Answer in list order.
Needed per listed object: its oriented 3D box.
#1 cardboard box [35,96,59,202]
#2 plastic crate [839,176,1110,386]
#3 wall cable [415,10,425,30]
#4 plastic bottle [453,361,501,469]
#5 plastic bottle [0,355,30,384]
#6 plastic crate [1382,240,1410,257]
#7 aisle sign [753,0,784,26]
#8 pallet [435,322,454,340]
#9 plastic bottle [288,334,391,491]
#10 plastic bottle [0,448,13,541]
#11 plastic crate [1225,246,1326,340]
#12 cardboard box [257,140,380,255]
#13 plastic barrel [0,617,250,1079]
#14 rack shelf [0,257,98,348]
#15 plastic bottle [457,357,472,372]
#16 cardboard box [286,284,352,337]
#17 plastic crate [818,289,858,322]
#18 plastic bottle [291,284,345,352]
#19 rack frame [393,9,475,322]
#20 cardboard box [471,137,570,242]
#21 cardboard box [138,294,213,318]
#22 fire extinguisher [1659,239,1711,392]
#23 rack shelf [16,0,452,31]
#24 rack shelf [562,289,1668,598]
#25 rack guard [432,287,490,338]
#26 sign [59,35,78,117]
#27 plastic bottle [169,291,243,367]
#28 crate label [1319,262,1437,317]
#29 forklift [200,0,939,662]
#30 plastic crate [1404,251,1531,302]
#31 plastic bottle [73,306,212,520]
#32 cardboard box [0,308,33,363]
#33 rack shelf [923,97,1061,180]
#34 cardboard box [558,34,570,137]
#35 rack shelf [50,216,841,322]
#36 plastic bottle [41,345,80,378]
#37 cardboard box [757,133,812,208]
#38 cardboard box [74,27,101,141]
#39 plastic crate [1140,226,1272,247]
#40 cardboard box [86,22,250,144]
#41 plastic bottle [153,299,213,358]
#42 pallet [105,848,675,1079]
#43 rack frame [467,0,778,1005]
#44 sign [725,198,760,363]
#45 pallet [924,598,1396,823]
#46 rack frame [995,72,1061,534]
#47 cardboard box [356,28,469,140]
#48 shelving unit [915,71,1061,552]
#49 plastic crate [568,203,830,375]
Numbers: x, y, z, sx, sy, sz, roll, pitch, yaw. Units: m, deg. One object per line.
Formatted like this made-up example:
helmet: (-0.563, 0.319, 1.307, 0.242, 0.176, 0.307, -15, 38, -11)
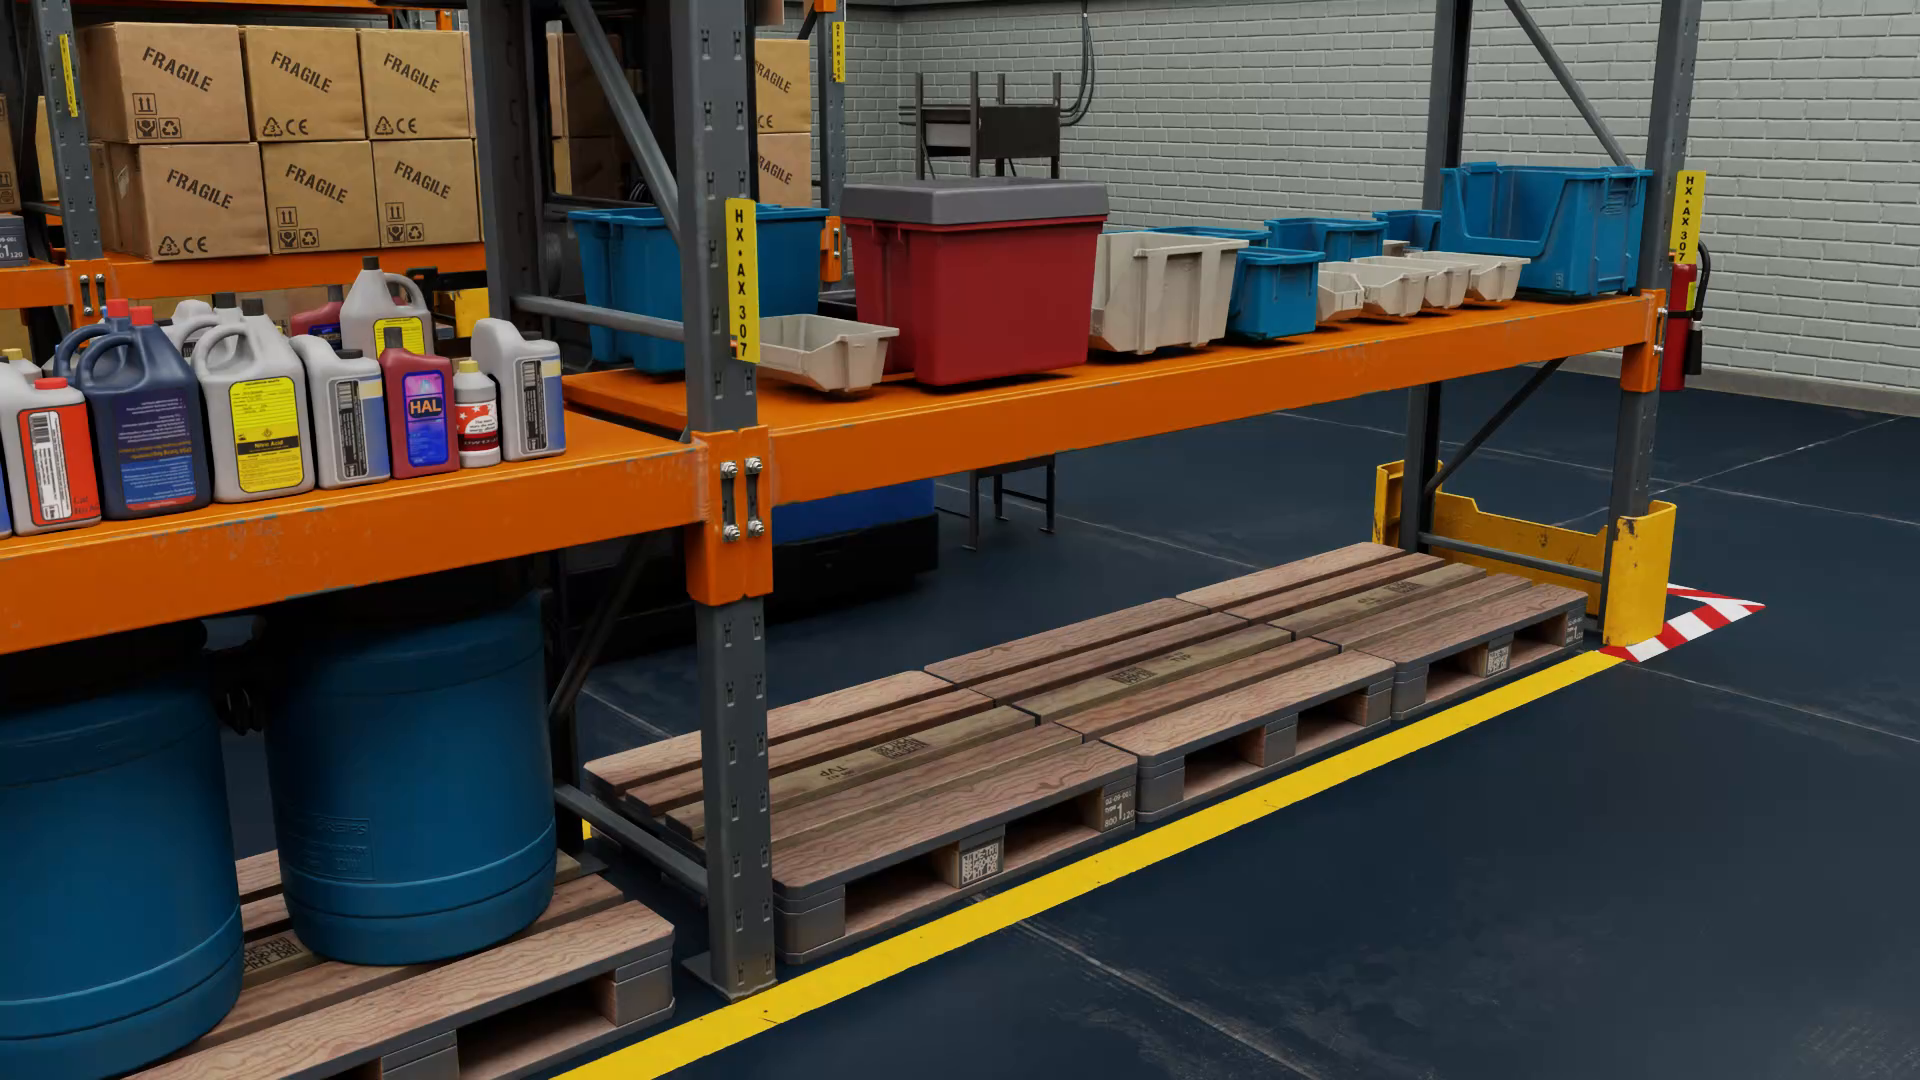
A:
cardboard box: (-6.328, -2.783, 11.777, 0.700, 0.700, 0.980, -13, 20, -41)
plastic crate: (0.039, -0.661, 4.171, 0.583, 0.464, 0.402, -13, 19, -39)
wall cable: (-3.940, -3.997, 14.932, 1.851, 1.984, 0.084, -13, 19, -39)
plastic bottle: (-0.954, -0.248, 3.251, 0.097, 0.201, 0.097, 0, 15, 0)
plastic bottle: (-1.636, -0.181, 2.863, 0.097, 0.271, 0.097, 0, 15, 0)
plastic crate: (1.520, -1.062, 6.307, 0.298, 0.136, 0.250, -13, 19, -39)
aisle sign: (-1.172, -3.466, 9.875, 0.004, 0.787, 0.394, -13, 19, -39)
pallet: (-4.837, -1.607, 13.357, 1.213, 0.211, 1.003, -13, 19, -39)
plastic bottle: (-1.160, -0.247, 3.103, 0.135, 0.276, 0.152, -13, 19, -39)
plastic bottle: (-1.642, -0.139, 2.698, 0.135, 0.276, 0.152, -13, 19, -39)
plastic crate: (0.837, -0.726, 4.865, 0.300, 0.233, 0.416, -13, 19, -39)
cardboard box: (-3.100, -1.632, 7.855, 0.500, 0.500, 0.500, -12, 19, -38)
plastic barrel: (-1.755, 0.521, 3.239, 0.708, 0.901, 0.600, -13, 19, -39)
rack shelf: (-5.557, -0.777, 6.241, 4.000, 0.370, 1.077, -13, 19, -39)
plastic bottle: (-0.980, -0.294, 3.423, 0.097, 0.201, 0.097, 0, 15, 0)
cardboard box: (-5.125, -1.877, 12.996, 0.500, 0.500, 0.700, -13, 20, -40)
plastic crate: (-0.131, -0.637, 4.737, 0.590, 0.125, 0.437, -13, 19, -39)
plastic bottle: (-1.456, -0.441, 3.813, 0.133, 0.283, 0.061, -13, 19, -39)
rack frame: (-4.285, -3.105, 13.561, 0.127, 3.000, 1.000, -13, 19, -39)
cardboard box: (-2.339, -1.803, 8.495, 0.500, 0.500, 0.500, -13, 20, -40)
cardboard box: (-5.901, -1.700, 12.333, 0.500, 0.500, 0.700, -12, 19, -38)
fire extinguisher: (2.630, -0.896, 6.163, 0.183, 0.674, 0.296, -13, 19, -39)
rack shelf: (-5.794, -3.868, 11.999, 4.000, 0.370, 1.077, -13, 19, -39)
rack shelf: (0.710, -0.490, 5.165, 4.000, 0.370, 1.077, -13, 19, -39)
rack guard: (-4.267, -1.901, 13.899, 0.348, 0.500, 1.175, -13, 19, -39)
sign: (-3.681, -1.915, 6.865, 0.005, 0.325, 0.100, -13, 19, -39)
plastic bottle: (-1.372, -0.283, 3.094, 0.185, 0.351, 0.144, -13, 19, -39)
crate label: (1.300, -0.806, 5.350, 0.243, 0.136, 0.396, -13, 19, -39)
forklift: (-1.557, -1.093, 6.163, 3.031, 2.935, 1.130, -12, 19, -37)
plastic crate: (1.722, -0.904, 5.718, 0.243, 0.136, 0.396, -13, 19, -39)
plastic bottle: (-1.417, -0.224, 2.872, 0.185, 0.351, 0.144, -13, 19, -39)
cardboard box: (-6.671, -1.529, 11.692, 0.500, 0.500, 0.700, -12, 19, -39)
rack shelf: (0.125, -1.706, 7.407, 0.480, 0.518, 0.431, -13, 19, -39)
cardboard box: (-1.954, -2.369, 8.675, 0.500, 0.500, 0.500, -12, 19, -38)
rack shelf: (-2.539, -1.455, 8.778, 4.000, 0.370, 1.077, -13, 19, -39)
plastic bottle: (-1.853, -0.306, 3.466, 0.097, 0.201, 0.097, 0, 15, 0)
cardboard box: (-1.190, -2.061, 9.458, 0.500, 0.500, 0.500, -12, 19, -38)
cardboard box: (-3.836, -2.131, 7.784, 0.500, 0.500, 0.500, -13, 19, -39)
plastic crate: (0.823, -0.924, 5.603, 0.300, 0.233, 0.416, -13, 19, -39)
cardboard box: (-3.508, -2.020, 7.368, 0.500, 0.500, 0.500, -12, 19, -38)
plastic bottle: (-1.674, -0.372, 3.572, 0.135, 0.276, 0.152, -13, 19, -39)
pallet: (-1.409, 0.971, 3.705, 1.213, 0.211, 1.003, -13, 19, -39)
rack frame: (-0.799, -0.499, 3.804, 0.127, 3.000, 1.000, -13, 19, -39)
sign: (-0.439, -0.525, 3.366, 0.005, 0.325, 0.100, -13, 19, -39)
pallet: (0.651, 0.509, 5.436, 1.213, 0.211, 1.003, -13, 19, -39)
rack frame: (0.309, -1.084, 7.739, 0.015, 2.100, 0.400, -13, 19, -39)
cardboard box: (-2.731, -2.194, 8.022, 0.500, 0.500, 0.500, -13, 20, -41)
shelving unit: (0.125, -1.042, 7.584, 0.503, 2.100, 0.431, -13, 19, -39)
plastic crate: (-0.671, -0.665, 4.343, 0.575, 0.384, 0.392, -13, 19, -39)
